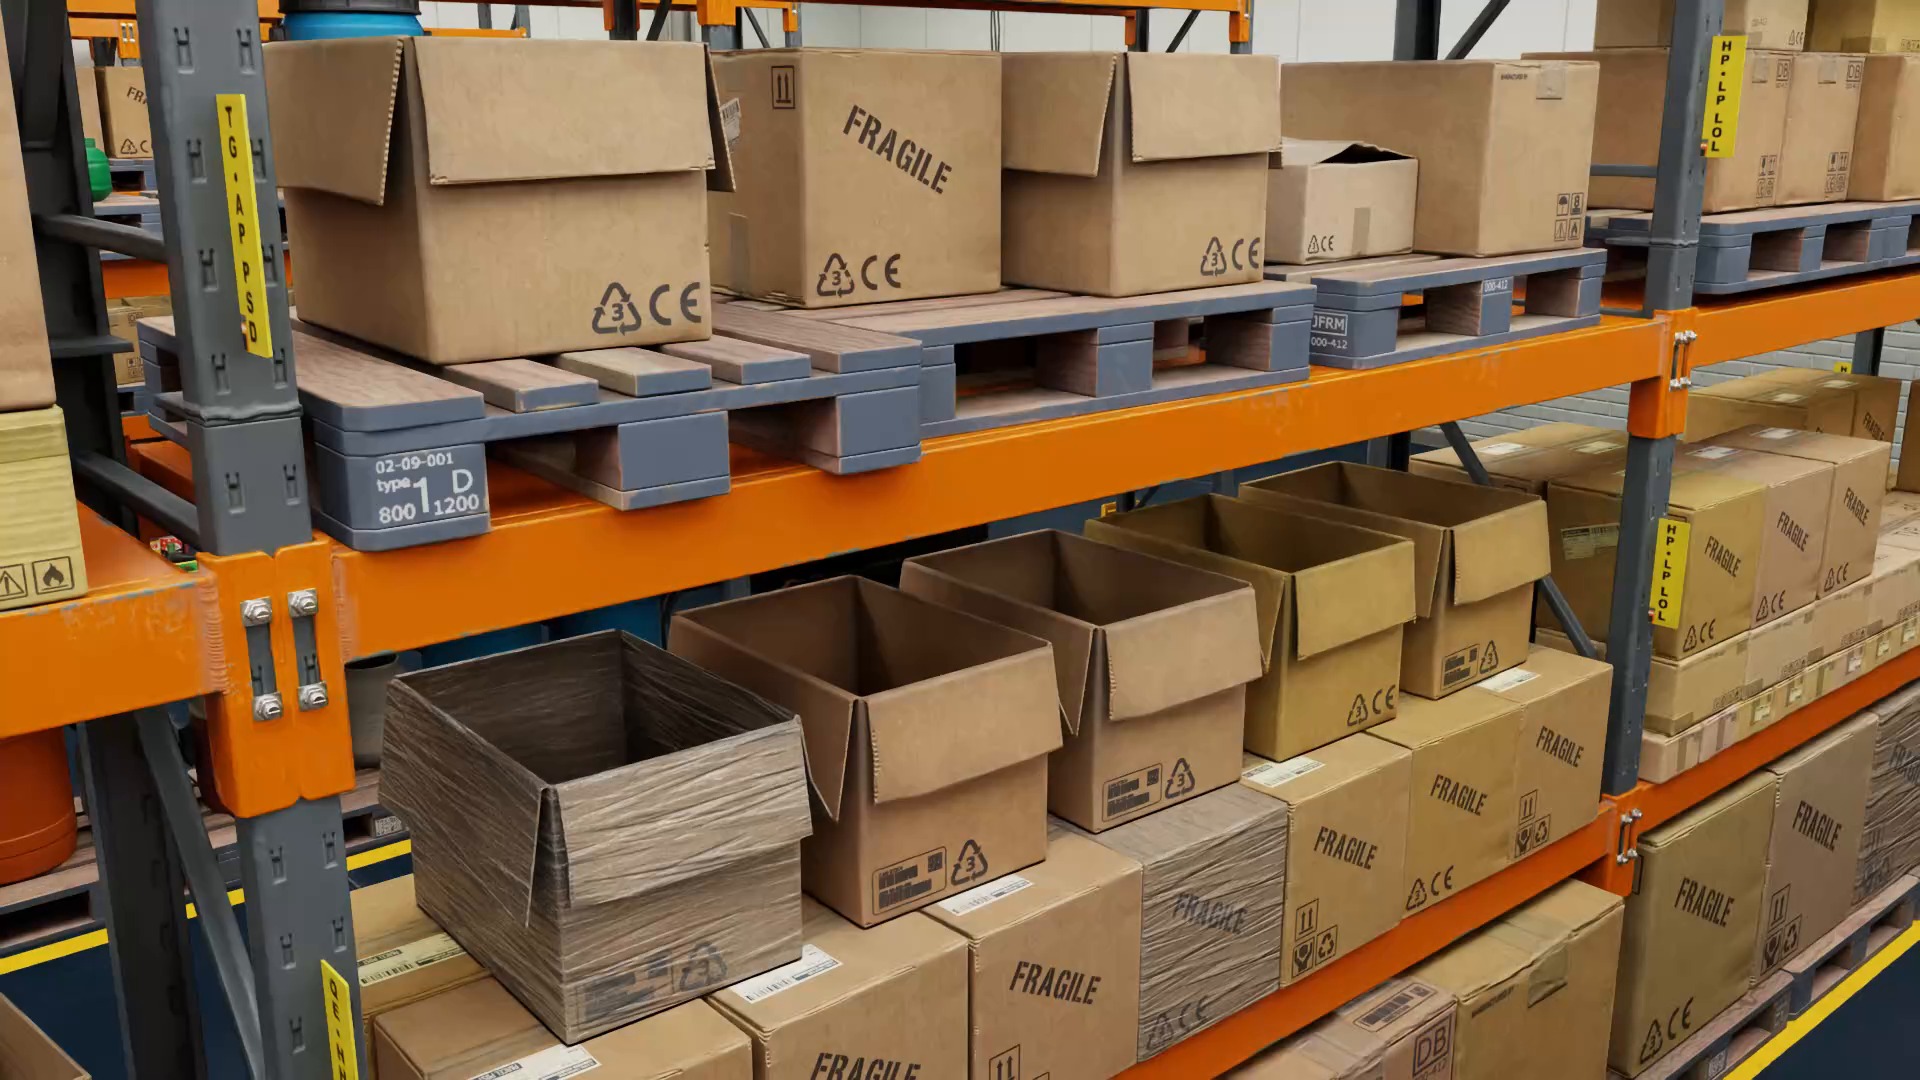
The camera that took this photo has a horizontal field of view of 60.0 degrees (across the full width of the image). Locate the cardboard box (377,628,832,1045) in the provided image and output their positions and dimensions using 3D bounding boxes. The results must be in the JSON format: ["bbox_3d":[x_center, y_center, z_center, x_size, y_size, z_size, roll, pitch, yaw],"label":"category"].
[{"bbox_3d":[-0.703,0.541,3.274,0.637,0.503,0.797,-12,19,-38],"label":"cardboard box"}]

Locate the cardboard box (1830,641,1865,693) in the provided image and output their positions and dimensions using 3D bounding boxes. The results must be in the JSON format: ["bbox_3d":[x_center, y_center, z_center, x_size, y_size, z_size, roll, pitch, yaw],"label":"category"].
[{"bbox_3d":[3.171,0.434,6.301,0.250,0.149,0.380,-12,19,-39],"label":"cardboard box"}]

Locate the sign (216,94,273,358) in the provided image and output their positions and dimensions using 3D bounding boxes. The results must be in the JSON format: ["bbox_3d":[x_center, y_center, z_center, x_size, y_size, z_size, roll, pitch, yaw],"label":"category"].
[{"bbox_3d":[-0.911,-0.398,2.114,0.005,0.325,0.100,-13,19,-39],"label":"sign"}]

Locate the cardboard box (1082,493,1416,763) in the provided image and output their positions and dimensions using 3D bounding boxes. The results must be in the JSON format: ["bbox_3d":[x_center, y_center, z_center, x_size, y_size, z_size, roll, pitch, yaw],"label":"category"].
[{"bbox_3d":[0.750,0.208,4.521,0.637,0.503,0.797,-12,19,-39],"label":"cardboard box"}]

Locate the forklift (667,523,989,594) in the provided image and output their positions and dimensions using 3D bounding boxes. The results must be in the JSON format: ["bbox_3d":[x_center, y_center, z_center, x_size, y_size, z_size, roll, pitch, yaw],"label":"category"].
[{"bbox_3d":[-1.249,-1.132,11.808,3.031,2.935,1.130,-12,19,-37],"label":"forklift"}]

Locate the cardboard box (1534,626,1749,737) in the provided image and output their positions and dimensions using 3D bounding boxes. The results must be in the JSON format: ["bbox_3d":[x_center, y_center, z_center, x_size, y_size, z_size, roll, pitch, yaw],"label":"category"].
[{"bbox_3d":[2.279,0.417,5.589,0.500,0.250,0.500,-13,20,-40],"label":"cardboard box"}]

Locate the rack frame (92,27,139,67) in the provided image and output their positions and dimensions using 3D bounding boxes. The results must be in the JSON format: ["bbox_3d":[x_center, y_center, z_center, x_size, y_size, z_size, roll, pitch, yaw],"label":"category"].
[{"bbox_3d":[-8.002,-5.274,15.557,0.127,3.000,1.000,-13,19,-39],"label":"rack frame"}]

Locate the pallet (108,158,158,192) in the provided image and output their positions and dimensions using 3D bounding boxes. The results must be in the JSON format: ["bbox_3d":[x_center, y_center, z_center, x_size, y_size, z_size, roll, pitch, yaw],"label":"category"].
[{"bbox_3d":[-6.066,-2.497,11.338,1.003,0.211,1.213,-13,19,-39],"label":"pallet"}]

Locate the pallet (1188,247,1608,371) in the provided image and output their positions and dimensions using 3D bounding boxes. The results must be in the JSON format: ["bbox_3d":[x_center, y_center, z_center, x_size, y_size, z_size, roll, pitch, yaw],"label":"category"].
[{"bbox_3d":[1.093,-0.675,4.521,1.217,0.209,0.805,-14,20,-42],"label":"pallet"}]

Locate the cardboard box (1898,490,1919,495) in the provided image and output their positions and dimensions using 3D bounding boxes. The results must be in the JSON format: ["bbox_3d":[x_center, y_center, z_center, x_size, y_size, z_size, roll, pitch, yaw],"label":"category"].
[{"bbox_3d":[4.578,-0.098,7.518,0.500,0.250,0.500,-13,20,-40],"label":"cardboard box"}]

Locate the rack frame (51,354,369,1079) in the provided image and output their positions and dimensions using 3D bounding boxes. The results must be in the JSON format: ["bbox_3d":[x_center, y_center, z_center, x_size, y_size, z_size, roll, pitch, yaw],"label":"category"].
[{"bbox_3d":[-1.265,1.195,2.964,0.127,3.000,1.000,-13,19,-39],"label":"rack frame"}]

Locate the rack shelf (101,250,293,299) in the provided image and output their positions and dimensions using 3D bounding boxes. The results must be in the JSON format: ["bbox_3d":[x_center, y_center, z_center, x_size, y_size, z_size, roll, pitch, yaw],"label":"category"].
[{"bbox_3d":[-3.008,-1.210,7.548,4.000,0.370,1.077,-13,19,-39],"label":"rack shelf"}]

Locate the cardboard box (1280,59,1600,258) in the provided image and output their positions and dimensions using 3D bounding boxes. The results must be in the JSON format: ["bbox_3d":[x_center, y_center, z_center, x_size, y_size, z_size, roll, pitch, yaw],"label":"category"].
[{"bbox_3d":[1.321,-1.083,4.672,0.500,0.500,0.700,-12,19,-38],"label":"cardboard box"}]

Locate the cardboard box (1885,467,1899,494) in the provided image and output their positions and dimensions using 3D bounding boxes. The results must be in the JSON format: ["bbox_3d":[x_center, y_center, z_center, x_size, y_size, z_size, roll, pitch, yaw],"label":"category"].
[{"bbox_3d":[4.230,-0.203,7.911,0.500,0.250,0.500,-13,20,-41],"label":"cardboard box"}]

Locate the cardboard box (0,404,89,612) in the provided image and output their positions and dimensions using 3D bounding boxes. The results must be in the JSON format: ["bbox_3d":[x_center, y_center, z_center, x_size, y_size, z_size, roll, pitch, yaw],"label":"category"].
[{"bbox_3d":[-1.463,-0.054,2.116,0.500,0.250,0.500,-13,19,-39],"label":"cardboard box"}]

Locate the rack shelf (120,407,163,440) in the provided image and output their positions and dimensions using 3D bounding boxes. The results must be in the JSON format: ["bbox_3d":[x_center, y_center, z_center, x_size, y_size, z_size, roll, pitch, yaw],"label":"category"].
[{"bbox_3d":[-6.257,-0.726,11.548,4.000,0.370,1.077,-13,19,-39],"label":"rack shelf"}]

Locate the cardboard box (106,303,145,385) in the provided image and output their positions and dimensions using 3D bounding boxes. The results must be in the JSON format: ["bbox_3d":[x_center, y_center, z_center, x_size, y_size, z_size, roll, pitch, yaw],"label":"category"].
[{"bbox_3d":[-6.040,-1.352,11.491,0.700,0.500,0.500,10,18,33],"label":"cardboard box"}]

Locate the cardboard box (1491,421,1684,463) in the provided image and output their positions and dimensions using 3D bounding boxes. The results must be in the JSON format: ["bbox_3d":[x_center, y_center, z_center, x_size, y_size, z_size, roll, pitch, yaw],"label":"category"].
[{"bbox_3d":[2.304,-0.130,6.186,0.500,0.500,0.500,-12,19,-39],"label":"cardboard box"}]

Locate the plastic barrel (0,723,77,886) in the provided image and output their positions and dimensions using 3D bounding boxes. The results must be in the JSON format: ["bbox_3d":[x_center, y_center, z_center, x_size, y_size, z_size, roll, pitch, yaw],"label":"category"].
[{"bbox_3d":[-4.159,0.990,7.123,0.708,0.830,0.600,-13,19,-39],"label":"plastic barrel"}]

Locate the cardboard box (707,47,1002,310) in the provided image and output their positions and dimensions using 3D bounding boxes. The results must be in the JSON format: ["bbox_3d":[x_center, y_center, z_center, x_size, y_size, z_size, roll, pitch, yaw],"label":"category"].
[{"bbox_3d":[-0.259,-0.786,3.561,0.500,0.500,0.500,-11,19,-36],"label":"cardboard box"}]

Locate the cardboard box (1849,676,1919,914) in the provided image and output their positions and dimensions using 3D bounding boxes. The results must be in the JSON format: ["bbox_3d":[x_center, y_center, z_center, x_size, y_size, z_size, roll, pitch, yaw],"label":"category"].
[{"bbox_3d":[3.653,0.941,7.217,0.875,0.875,0.875,-13,19,-39],"label":"cardboard box"}]

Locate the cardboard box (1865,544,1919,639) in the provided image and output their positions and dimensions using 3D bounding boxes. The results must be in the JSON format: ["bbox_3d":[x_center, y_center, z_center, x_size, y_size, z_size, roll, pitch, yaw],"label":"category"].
[{"bbox_3d":[3.421,0.163,6.541,0.500,0.250,0.500,-13,19,-39],"label":"cardboard box"}]

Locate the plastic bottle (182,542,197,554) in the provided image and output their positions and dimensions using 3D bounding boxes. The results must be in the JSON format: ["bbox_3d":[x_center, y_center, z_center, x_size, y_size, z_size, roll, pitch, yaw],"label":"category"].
[{"bbox_3d":[-3.629,-0.058,7.882,0.133,0.283,0.061,-13,19,-39],"label":"plastic bottle"}]

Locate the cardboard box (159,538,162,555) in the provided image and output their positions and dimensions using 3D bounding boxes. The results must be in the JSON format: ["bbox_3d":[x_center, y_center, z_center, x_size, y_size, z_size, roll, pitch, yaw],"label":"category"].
[{"bbox_3d":[-5.689,-0.110,11.842,0.500,0.500,0.500,-12,19,-39],"label":"cardboard box"}]

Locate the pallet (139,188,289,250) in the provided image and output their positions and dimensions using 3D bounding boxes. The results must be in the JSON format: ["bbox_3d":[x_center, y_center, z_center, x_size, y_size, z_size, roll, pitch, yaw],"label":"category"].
[{"bbox_3d":[-2.880,-1.460,7.458,1.213,0.211,1.003,-13,19,-39],"label":"pallet"}]

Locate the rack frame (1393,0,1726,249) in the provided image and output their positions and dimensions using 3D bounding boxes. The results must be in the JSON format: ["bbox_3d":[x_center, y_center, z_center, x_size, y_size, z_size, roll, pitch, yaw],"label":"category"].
[{"bbox_3d":[1.752,-2.381,4.727,0.127,3.000,1.000,-13,19,-39],"label":"rack frame"}]

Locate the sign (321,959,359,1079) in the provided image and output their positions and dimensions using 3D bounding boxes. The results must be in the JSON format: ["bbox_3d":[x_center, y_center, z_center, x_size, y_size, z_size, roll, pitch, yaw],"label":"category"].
[{"bbox_3d":[-0.902,0.778,2.436,0.005,0.325,0.100,-13,19,-39],"label":"sign"}]

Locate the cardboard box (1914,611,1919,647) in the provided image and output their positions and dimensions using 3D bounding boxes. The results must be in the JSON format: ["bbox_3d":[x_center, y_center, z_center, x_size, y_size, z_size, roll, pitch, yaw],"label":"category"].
[{"bbox_3d":[3.752,0.303,6.791,0.250,0.149,0.380,-13,19,-39],"label":"cardboard box"}]

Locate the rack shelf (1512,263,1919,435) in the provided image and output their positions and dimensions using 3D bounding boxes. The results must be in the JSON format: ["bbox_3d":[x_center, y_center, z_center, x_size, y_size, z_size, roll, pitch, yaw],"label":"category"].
[{"bbox_3d":[3.261,-0.923,6.475,4.000,0.370,1.077,-13,19,-39],"label":"rack shelf"}]

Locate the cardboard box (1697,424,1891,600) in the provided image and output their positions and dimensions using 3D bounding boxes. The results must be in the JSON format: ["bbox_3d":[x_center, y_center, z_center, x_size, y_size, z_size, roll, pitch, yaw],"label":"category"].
[{"bbox_3d":[3.047,-0.119,6.143,0.500,0.500,0.500,-13,20,-41],"label":"cardboard box"}]

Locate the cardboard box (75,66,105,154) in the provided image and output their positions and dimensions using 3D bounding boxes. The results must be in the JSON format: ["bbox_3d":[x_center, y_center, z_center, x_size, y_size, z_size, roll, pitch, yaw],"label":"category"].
[{"bbox_3d":[-6.181,-2.863,11.143,0.600,0.600,0.600,-14,20,-41],"label":"cardboard box"}]

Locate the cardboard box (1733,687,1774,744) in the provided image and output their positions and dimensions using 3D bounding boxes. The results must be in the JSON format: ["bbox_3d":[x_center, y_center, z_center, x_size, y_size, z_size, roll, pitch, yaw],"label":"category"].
[{"bbox_3d":[2.590,0.564,5.813,0.250,0.149,0.380,-12,19,-38],"label":"cardboard box"}]

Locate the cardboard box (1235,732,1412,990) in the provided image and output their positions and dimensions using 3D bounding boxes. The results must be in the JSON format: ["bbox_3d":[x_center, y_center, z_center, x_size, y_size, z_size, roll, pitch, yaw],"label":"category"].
[{"bbox_3d":[0.811,0.774,4.347,0.500,0.500,0.500,-13,20,-40],"label":"cardboard box"}]

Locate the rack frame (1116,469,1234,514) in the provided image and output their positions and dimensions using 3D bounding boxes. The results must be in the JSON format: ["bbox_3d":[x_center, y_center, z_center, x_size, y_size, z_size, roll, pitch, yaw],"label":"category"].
[{"bbox_3d":[1.518,-1.125,11.648,0.127,3.000,1.000,-13,19,-39],"label":"rack frame"}]

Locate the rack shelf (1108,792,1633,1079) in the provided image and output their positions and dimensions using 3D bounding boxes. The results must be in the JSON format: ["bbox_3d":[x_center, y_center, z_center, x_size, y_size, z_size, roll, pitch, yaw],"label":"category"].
[{"bbox_3d":[0.243,1.204,4.326,4.000,0.370,1.077,-13,19,-39],"label":"rack shelf"}]

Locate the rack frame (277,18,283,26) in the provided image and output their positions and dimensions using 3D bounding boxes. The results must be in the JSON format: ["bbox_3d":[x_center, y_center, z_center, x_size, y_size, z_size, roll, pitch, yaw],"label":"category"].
[{"bbox_3d":[-4.748,-4.310,11.949,0.127,3.000,1.000,-13,19,-39],"label":"rack frame"}]

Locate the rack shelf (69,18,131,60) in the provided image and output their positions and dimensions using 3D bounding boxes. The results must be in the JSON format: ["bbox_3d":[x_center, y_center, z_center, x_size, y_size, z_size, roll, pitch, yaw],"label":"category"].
[{"bbox_3d":[-9.511,-4.394,14.433,4.000,0.370,1.077,-13,19,-39],"label":"rack shelf"}]

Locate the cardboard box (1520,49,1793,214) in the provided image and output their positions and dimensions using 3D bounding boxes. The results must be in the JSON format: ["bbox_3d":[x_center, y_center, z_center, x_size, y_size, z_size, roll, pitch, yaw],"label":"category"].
[{"bbox_3d":[2.303,-1.376,5.574,0.500,0.500,0.700,-14,21,-43],"label":"cardboard box"}]

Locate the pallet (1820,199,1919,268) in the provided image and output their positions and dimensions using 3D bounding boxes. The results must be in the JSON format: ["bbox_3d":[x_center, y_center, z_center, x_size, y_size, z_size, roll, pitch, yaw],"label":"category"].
[{"bbox_3d":[3.296,-1.231,6.406,1.213,0.211,1.003,-13,19,-39],"label":"pallet"}]

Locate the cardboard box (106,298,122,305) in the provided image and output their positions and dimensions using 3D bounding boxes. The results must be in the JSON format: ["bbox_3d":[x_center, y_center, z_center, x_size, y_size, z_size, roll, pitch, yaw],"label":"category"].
[{"bbox_3d":[-8.185,-2.450,15.801,0.500,0.500,0.500,-13,20,-40],"label":"cardboard box"}]

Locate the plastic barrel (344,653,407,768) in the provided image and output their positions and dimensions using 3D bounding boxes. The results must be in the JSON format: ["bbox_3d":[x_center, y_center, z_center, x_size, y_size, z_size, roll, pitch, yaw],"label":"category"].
[{"bbox_3d":[-2.939,0.839,8.303,0.421,0.512,0.421,0,15,0],"label":"plastic barrel"}]

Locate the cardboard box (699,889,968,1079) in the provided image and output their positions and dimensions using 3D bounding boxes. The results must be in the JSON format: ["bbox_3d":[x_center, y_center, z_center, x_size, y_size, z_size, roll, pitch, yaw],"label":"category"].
[{"bbox_3d":[-0.332,1.029,3.390,0.500,0.500,0.500,-13,20,-41],"label":"cardboard box"}]

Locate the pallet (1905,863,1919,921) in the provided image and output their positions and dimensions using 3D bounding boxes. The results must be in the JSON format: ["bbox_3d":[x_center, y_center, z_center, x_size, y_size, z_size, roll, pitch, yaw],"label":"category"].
[{"bbox_3d":[4.218,1.338,7.834,1.213,0.211,1.003,-13,19,-39],"label":"pallet"}]

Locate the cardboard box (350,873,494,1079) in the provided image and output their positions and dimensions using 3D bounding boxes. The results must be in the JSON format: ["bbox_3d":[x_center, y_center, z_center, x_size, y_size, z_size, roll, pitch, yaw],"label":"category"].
[{"bbox_3d":[-1.056,1.015,3.445,0.500,0.500,0.500,-12,19,-38],"label":"cardboard box"}]
